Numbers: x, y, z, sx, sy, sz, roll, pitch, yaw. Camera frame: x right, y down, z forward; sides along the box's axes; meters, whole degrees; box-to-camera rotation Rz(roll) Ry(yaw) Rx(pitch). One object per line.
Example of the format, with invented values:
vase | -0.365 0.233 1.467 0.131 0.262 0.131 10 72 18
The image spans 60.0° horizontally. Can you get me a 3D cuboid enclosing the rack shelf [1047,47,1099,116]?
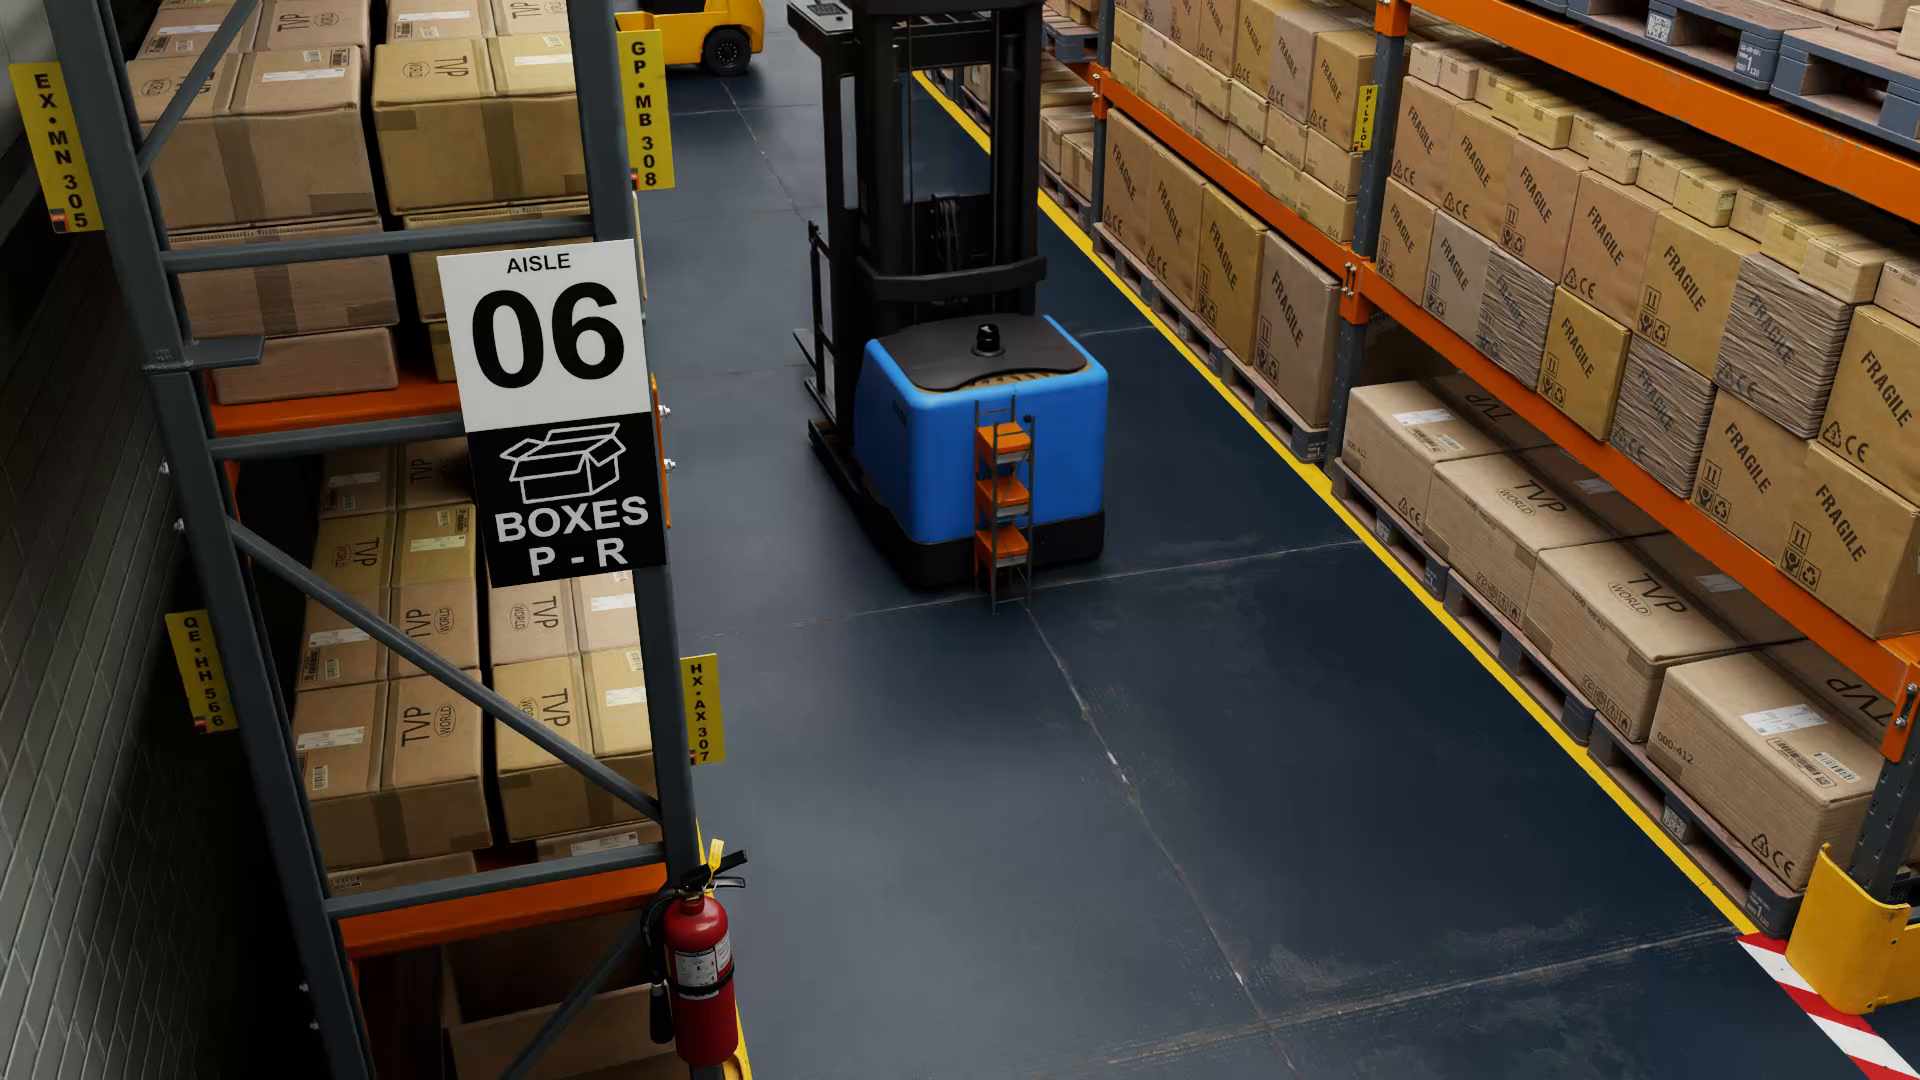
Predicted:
rack shelf | 0.961 -4.307 13.914 1.077 0.370 4.000 -8 31 -13

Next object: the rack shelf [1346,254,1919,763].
rack shelf | 3.084 -0.443 7.239 1.077 0.370 4.000 -8 31 -13

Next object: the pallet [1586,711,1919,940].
pallet | 3.327 1.043 6.738 1.003 0.211 1.213 -8 31 -13

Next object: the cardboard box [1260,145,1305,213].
cardboard box | 2.057 -2.084 9.507 0.500 0.250 0.500 -8 31 -14

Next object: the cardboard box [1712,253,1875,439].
cardboard box | 3.090 -0.714 5.891 0.500 0.500 0.500 -8 31 -13

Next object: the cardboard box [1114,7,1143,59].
cardboard box | 1.388 -3.526 11.498 0.500 0.250 0.500 -8 31 -14

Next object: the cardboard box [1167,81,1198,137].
cardboard box | 1.666 -2.817 10.773 0.500 0.250 0.500 -7 31 -12

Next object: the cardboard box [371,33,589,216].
cardboard box | -1.045 -0.953 3.761 0.500 0.250 0.500 -8 31 -14

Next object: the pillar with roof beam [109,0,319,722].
pillar with roof beam | 1.235 -3.771 6.282 9.100 9.000 0.400 -8 31 -13

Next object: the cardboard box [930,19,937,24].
cardboard box | 0.014 -5.150 16.231 0.500 0.500 0.500 -8 31 -14

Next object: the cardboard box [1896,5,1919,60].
cardboard box | 3.220 -1.600 5.257 0.380 0.149 0.250 -10 32 -17

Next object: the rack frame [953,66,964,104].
rack frame | 0.430 -5.584 15.403 1.000 3.000 0.127 -8 31 -13

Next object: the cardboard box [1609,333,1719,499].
cardboard box | 2.967 -0.521 6.556 0.500 0.500 0.500 -7 31 -12

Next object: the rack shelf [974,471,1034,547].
rack shelf | 0.209 -0.149 7.980 0.215 0.259 0.240 -10 32 -17

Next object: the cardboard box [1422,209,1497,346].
cardboard box | 2.555 -1.258 7.830 0.500 0.500 0.500 -8 31 -13

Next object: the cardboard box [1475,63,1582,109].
cardboard box | 2.579 -2.050 7.553 0.380 0.149 0.250 -8 31 -14

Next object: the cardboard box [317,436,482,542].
cardboard box | -1.949 -0.119 5.813 0.500 0.250 0.500 -8 31 -13

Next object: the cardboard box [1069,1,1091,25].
cardboard box | 1.037 -3.972 12.450 0.380 0.149 0.250 -7 31 -13

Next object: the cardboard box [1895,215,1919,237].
cardboard box | 3.604 -1.136 5.973 0.380 0.149 0.250 -9 31 -15

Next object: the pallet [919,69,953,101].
pallet | 0.217 -4.697 16.654 1.003 0.211 1.213 -8 31 -13

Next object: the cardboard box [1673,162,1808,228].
cardboard box | 2.935 -1.301 6.257 0.380 0.149 0.250 -7 31 -12

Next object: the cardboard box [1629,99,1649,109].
cardboard box | 3.150 -1.871 7.243 0.380 0.149 0.250 -8 31 -14

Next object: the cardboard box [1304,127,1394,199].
cardboard box | 2.202 -2.052 8.952 0.500 0.250 0.500 -8 31 -13

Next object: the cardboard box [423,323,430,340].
cardboard box | -1.125 -0.624 4.090 0.380 0.149 0.250 -7 31 -12

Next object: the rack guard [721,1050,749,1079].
rack guard | -1.190 1.919 4.936 1.175 0.500 0.348 -8 31 -13

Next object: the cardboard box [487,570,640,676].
cardboard box | -1.164 0.311 5.071 0.500 0.250 0.500 -8 31 -13

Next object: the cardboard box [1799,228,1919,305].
cardboard box | 3.086 -0.925 5.608 0.380 0.149 0.250 -8 31 -14

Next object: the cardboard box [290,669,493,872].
cardboard box | -1.548 0.623 4.532 0.500 0.250 0.500 -7 31 -12

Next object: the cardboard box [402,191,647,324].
cardboard box | -1.024 -0.739 3.891 0.500 0.250 0.500 -8 31 -14

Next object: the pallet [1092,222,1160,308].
pallet | 1.628 -2.054 12.089 1.003 0.211 1.213 -8 31 -13

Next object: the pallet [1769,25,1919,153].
pallet | 3.408 -1.405 5.277 1.003 0.211 1.213 -8 31 -13

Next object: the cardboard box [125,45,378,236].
cardboard box | -1.557 -0.882 3.640 0.500 0.250 0.500 -9 31 -15

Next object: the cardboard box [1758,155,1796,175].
cardboard box | 3.417 -1.508 6.615 0.380 0.149 0.250 -9 31 -14

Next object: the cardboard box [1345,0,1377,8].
cardboard box | 2.421 -2.931 9.722 0.500 0.500 0.500 -9 31 -15

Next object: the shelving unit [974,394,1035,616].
shelving unit | 0.209 -0.158 7.975 0.215 1.050 0.252 -10 32 -17

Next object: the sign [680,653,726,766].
sign | -0.647 0.427 4.154 0.100 0.325 0.005 -8 31 -13

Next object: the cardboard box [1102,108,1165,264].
cardboard box | 1.595 -2.570 11.897 0.875 0.875 0.875 -8 31 -14

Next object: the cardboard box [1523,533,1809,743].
cardboard box | 3.092 0.393 7.216 0.875 0.438 0.875 -7 31 -12

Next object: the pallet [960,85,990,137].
pallet | 0.638 -4.001 15.452 1.003 0.211 1.213 -8 31 -13

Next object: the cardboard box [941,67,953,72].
cardboard box | 0.014 -4.825 16.418 0.500 0.250 0.500 -6 31 -11

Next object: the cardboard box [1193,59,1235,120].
cardboard box | 1.766 -2.787 10.221 0.500 0.250 0.500 -7 31 -12

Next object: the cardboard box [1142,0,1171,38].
cardboard box | 1.528 -3.619 10.910 0.500 0.500 0.500 -8 31 -13

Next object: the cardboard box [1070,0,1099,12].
cardboard box | 1.103 -4.188 12.176 0.500 0.500 0.500 -9 31 -15

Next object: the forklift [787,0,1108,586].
forklift | -0.238 -1.767 8.877 1.130 2.935 3.031 -10 32 -17

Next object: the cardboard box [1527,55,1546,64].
cardboard box | 2.907 -2.229 7.861 0.380 0.149 0.250 -7 31 -12

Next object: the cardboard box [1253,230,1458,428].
cardboard box | 2.311 -1.271 9.654 0.875 0.875 0.875 -7 31 -12

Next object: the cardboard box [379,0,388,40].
cardboard box | -1.948 -1.626 4.925 0.500 0.250 0.500 -8 31 -13

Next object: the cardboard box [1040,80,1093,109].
cardboard box | 0.952 -3.693 14.340 0.950 0.372 0.625 -7 31 -12

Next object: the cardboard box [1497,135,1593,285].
cardboard box | 2.699 -1.440 7.146 0.500 0.500 0.500 -7 31 -12

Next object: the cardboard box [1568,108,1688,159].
cardboard box | 2.774 -1.680 6.912 0.380 0.149 0.250 -8 31 -13

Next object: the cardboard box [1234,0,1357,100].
cardboard box | 1.932 -2.875 9.625 0.500 0.500 0.500 -7 31 -12

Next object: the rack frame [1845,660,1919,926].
rack frame | 3.615 0.212 5.390 1.000 3.000 0.127 -8 31 -13

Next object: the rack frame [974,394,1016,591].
rack frame | 0.167 -0.215 8.074 0.200 1.050 0.008 -10 32 -17

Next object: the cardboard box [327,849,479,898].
cardboard box | -1.517 0.858 4.524 0.380 0.149 0.250 -8 31 -14

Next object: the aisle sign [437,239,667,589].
aisle sign | -0.869 -0.258 3.606 0.394 0.787 0.004 -8 31 -13
